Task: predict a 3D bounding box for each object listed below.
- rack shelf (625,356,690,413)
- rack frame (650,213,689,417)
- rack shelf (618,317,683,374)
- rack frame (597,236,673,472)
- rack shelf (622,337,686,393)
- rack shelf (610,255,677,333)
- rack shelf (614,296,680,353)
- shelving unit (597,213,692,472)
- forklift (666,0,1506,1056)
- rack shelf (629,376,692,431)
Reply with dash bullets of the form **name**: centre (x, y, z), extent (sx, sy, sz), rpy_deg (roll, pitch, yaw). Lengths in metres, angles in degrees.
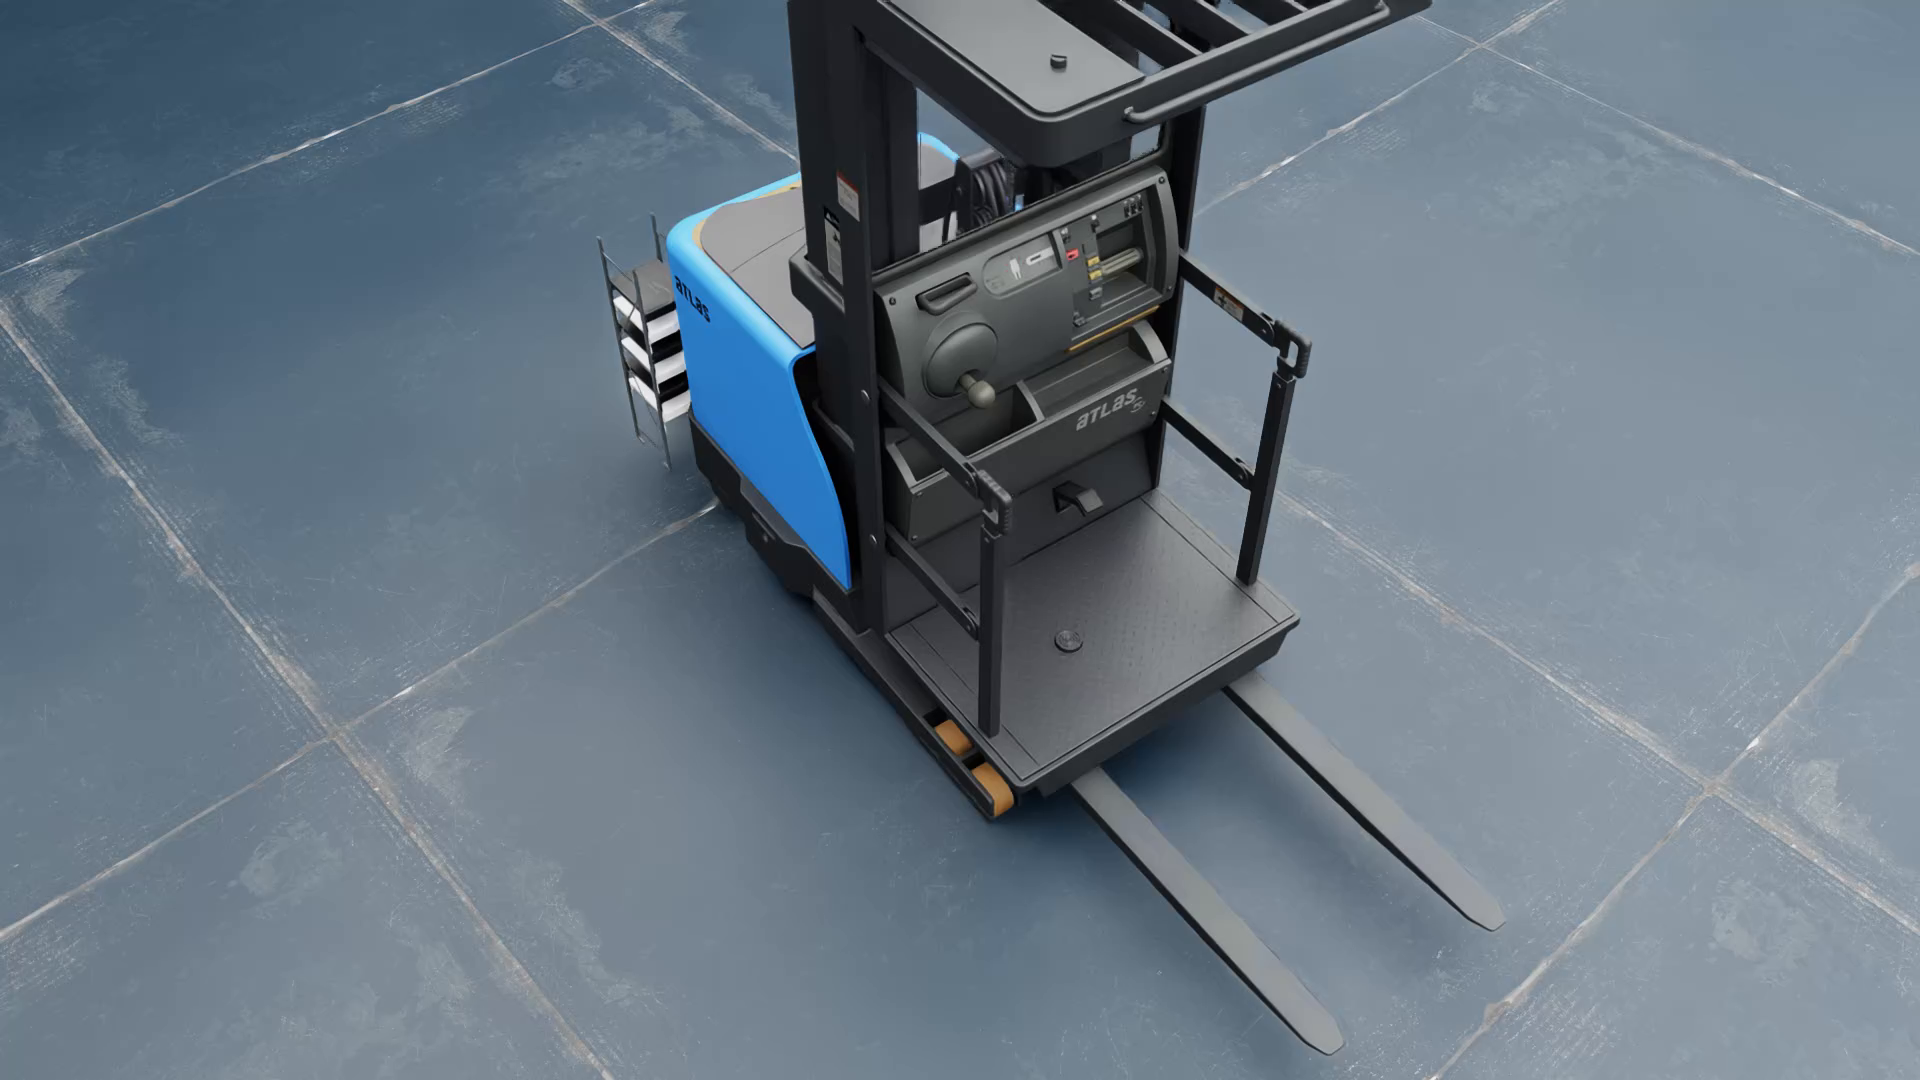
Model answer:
- **rack shelf**: centre (-1.032, -0.583, 5.844), extent (0.200, 0.077, 0.258), rpy_deg (-31, 54, -25)
- **rack frame**: centre (-0.952, -0.714, 5.796), extent (0.006, 0.900, 0.240), rpy_deg (-31, 54, -25)
- **rack shelf**: centre (-1.032, -0.705, 5.711), extent (0.200, 0.077, 0.258), rpy_deg (-31, 54, -25)
- **rack frame**: centre (-1.111, -0.620, 5.710), extent (0.006, 0.900, 0.240), rpy_deg (-31, 54, -25)
- **rack shelf**: centre (-1.032, -0.644, 5.777), extent (0.200, 0.077, 0.258), rpy_deg (-31, 54, -25)
- **rack shelf**: centre (-1.032, -0.827, 5.579), extent (0.200, 0.077, 0.258), rpy_deg (-31, 54, -25)
- **rack shelf**: centre (-1.032, -0.766, 5.645), extent (0.200, 0.077, 0.258), rpy_deg (-31, 54, -25)
- **shelving unit**: centre (-1.032, -0.667, 5.753), extent (0.210, 0.900, 0.258), rpy_deg (-31, 54, -25)
- **forklift**: centre (0.328, -0.575, 4.286), extent (1.130, 2.935, 3.031), rpy_deg (-28, 53, -23)
- **rack shelf**: centre (-1.032, -0.522, 5.910), extent (0.200, 0.077, 0.258), rpy_deg (-31, 54, -25)
